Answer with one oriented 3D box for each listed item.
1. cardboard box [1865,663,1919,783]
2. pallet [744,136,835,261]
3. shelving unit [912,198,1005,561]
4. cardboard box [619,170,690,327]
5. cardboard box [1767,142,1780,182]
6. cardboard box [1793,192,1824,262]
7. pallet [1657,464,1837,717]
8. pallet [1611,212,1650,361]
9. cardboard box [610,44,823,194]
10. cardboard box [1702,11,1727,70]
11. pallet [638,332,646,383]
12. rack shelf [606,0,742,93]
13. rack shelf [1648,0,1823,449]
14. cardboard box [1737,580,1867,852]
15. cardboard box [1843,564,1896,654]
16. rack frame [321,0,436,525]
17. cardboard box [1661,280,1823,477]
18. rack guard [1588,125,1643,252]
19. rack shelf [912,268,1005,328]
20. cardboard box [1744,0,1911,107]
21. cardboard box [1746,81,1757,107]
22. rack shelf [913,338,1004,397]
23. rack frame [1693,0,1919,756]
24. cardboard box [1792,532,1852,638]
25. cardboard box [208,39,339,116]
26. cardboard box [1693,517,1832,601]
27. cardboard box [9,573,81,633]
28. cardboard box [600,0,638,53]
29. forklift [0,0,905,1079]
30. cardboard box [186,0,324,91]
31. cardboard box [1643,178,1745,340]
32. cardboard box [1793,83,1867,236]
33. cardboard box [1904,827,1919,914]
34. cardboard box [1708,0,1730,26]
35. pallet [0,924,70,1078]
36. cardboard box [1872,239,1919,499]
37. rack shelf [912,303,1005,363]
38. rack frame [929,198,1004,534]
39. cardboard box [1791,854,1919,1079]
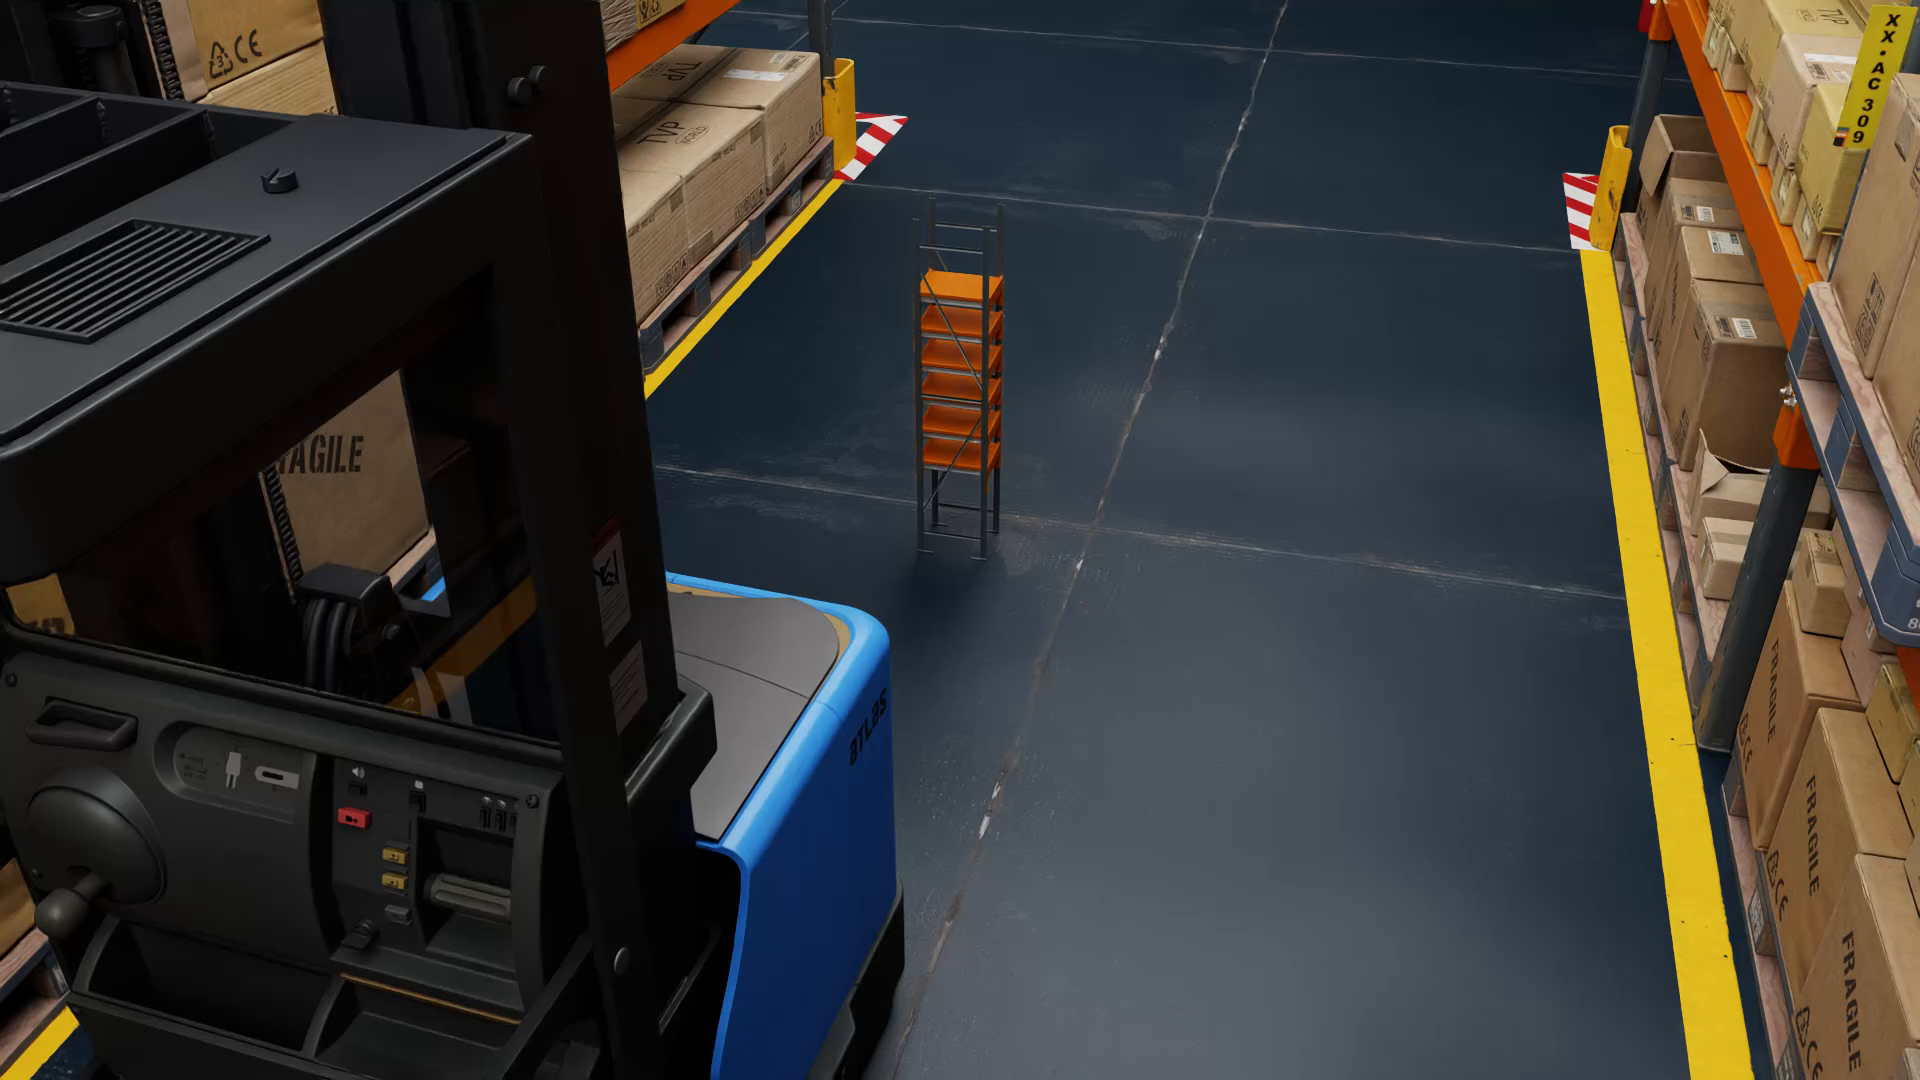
[{"bbox_3d":[2.227,0.420,3.627,0.380,0.149,0.250,6,33,10],"label":"cardboard box"},{"bbox_3d":[-1.289,-1.770,8.337,1.003,0.211,1.213,8,33,12],"label":"pallet"},{"bbox_3d":[-0.004,-0.499,5.416,0.258,1.200,0.189,8,33,12],"label":"shelving unit"},{"bbox_3d":[-1.687,-1.168,6.789,0.875,0.438,0.875,7,33,11],"label":"cardboard box"},{"bbox_3d":[2.642,-1.125,4.958,0.380,0.149,0.250,9,34,14],"label":"cardboard box"},{"bbox_3d":[2.507,-0.855,4.532,0.380,0.149,0.250,9,34,14],"label":"cardboard box"},{"bbox_3d":[2.800,0.198,5.242,1.003,0.211,1.213,8,33,12],"label":"pallet"},{"bbox_3d":[3.420,-1.068,7.234,1.003,0.211,1.213,8,33,12],"label":"pallet"},{"bbox_3d":[-1.233,-2.112,8.273,0.875,0.438,0.875,7,33,11],"label":"cardboard box"},{"bbox_3d":[2.917,-1.797,6.015,0.380,0.149,0.250,7,33,11],"label":"cardboard box"},{"bbox_3d":[-1.908,-0.504,6.345,1.003,0.211,1.213,8,33,12],"label":"pallet"},{"bbox_3d":[-1.669,-2.031,6.819,1.077,0.370,4.000,8,33,12],"label":"rack shelf"},{"bbox_3d":[3.133,-1.357,5.759,1.077,0.370,4.000,8,33,12],"label":"rack shelf"},{"bbox_3d":[2.285,0.475,4.145,0.500,0.500,0.500,9,34,14],"label":"cardboard box"},{"bbox_3d":[2.257,0.147,3.779,0.380,0.149,0.250,6,33,10],"label":"cardboard box"},{"bbox_3d":[-2.177,-1.296,4.993,1.000,3.000,0.127,8,33,12],"label":"rack frame"},{"bbox_3d":[2.875,-0.539,5.741,0.700,0.500,0.500,7,33,11],"label":"cardboard box"},{"bbox_3d":[3.621,-1.604,7.807,1.175,0.500,0.348,8,33,12],"label":"rack guard"},{"bbox_3d":[-0.004,-0.765,5.247,0.258,0.103,0.180,8,33,12],"label":"rack shelf"},{"bbox_3d":[2.771,-1.501,5.178,0.500,0.250,0.500,8,33,12],"label":"cardboard box"},{"bbox_3d":[2.871,-1.515,5.571,0.380,0.149,0.250,8,33,12],"label":"cardboard box"},{"bbox_3d":[-0.004,-0.563,5.376,0.258,0.103,0.180,8,33,12],"label":"rack shelf"},{"bbox_3d":[2.625,-0.623,3.933,1.000,3.000,0.127,8,33,12],"label":"rack frame"},{"bbox_3d":[2.277,0.131,4.082,0.380,0.149,0.250,10,34,15],"label":"cardboard box"},{"bbox_3d":[-2.054,-1.182,4.488,0.500,0.250,0.500,8,33,12],"label":"cardboard box"},{"bbox_3d":[2.483,0.074,5.103,0.380,0.149,0.250,7,33,11],"label":"cardboard box"},{"bbox_3d":[-2.479,0.225,4.189,0.875,0.875,0.875,9,34,14],"label":"cardboard box"},{"bbox_3d":[-1.540,-2.064,6.108,0.500,0.500,0.500,8,33,13],"label":"cardboard box"},{"bbox_3d":[-1.071,0.493,2.243,1.130,2.935,3.031,10,34,15],"label":"forklift"},{"bbox_3d":[-2.047,-1.495,4.280,0.500,0.500,0.500,9,34,14],"label":"cardboard box"},{"bbox_3d":[3.139,-1.078,6.588,0.700,0.500,0.500,9,34,14],"label":"cardboard box"},{"bbox_3d":[2.519,-0.982,4.362,0.500,0.250,0.500,9,33,14],"label":"cardboard box"},{"bbox_3d":[2.071,0.689,3.204,0.380,0.149,0.250,8,33,12],"label":"cardboard box"},{"bbox_3d":[3.011,-2.037,6.020,0.500,0.250,0.500,7,33,11],"label":"cardboard box"},{"bbox_3d":[-2.607,0.926,4.097,1.003,0.211,1.213,8,33,12],"label":"pallet"},{"bbox_3d":[2.155,-0.353,3.024,0.700,0.500,0.500,8,33,13],"label":"cardboard box"},{"bbox_3d":[-0.004,-0.664,5.311,0.258,0.103,0.180,8,33,12],"label":"rack shelf"},{"bbox_3d":[0.020,-0.546,5.491,0.240,1.200,0.006,8,33,12],"label":"rack frame"},{"bbox_3d":[2.028,1.011,3.301,0.500,0.500,0.500,7,33,11],"label":"cardboard box"}]
